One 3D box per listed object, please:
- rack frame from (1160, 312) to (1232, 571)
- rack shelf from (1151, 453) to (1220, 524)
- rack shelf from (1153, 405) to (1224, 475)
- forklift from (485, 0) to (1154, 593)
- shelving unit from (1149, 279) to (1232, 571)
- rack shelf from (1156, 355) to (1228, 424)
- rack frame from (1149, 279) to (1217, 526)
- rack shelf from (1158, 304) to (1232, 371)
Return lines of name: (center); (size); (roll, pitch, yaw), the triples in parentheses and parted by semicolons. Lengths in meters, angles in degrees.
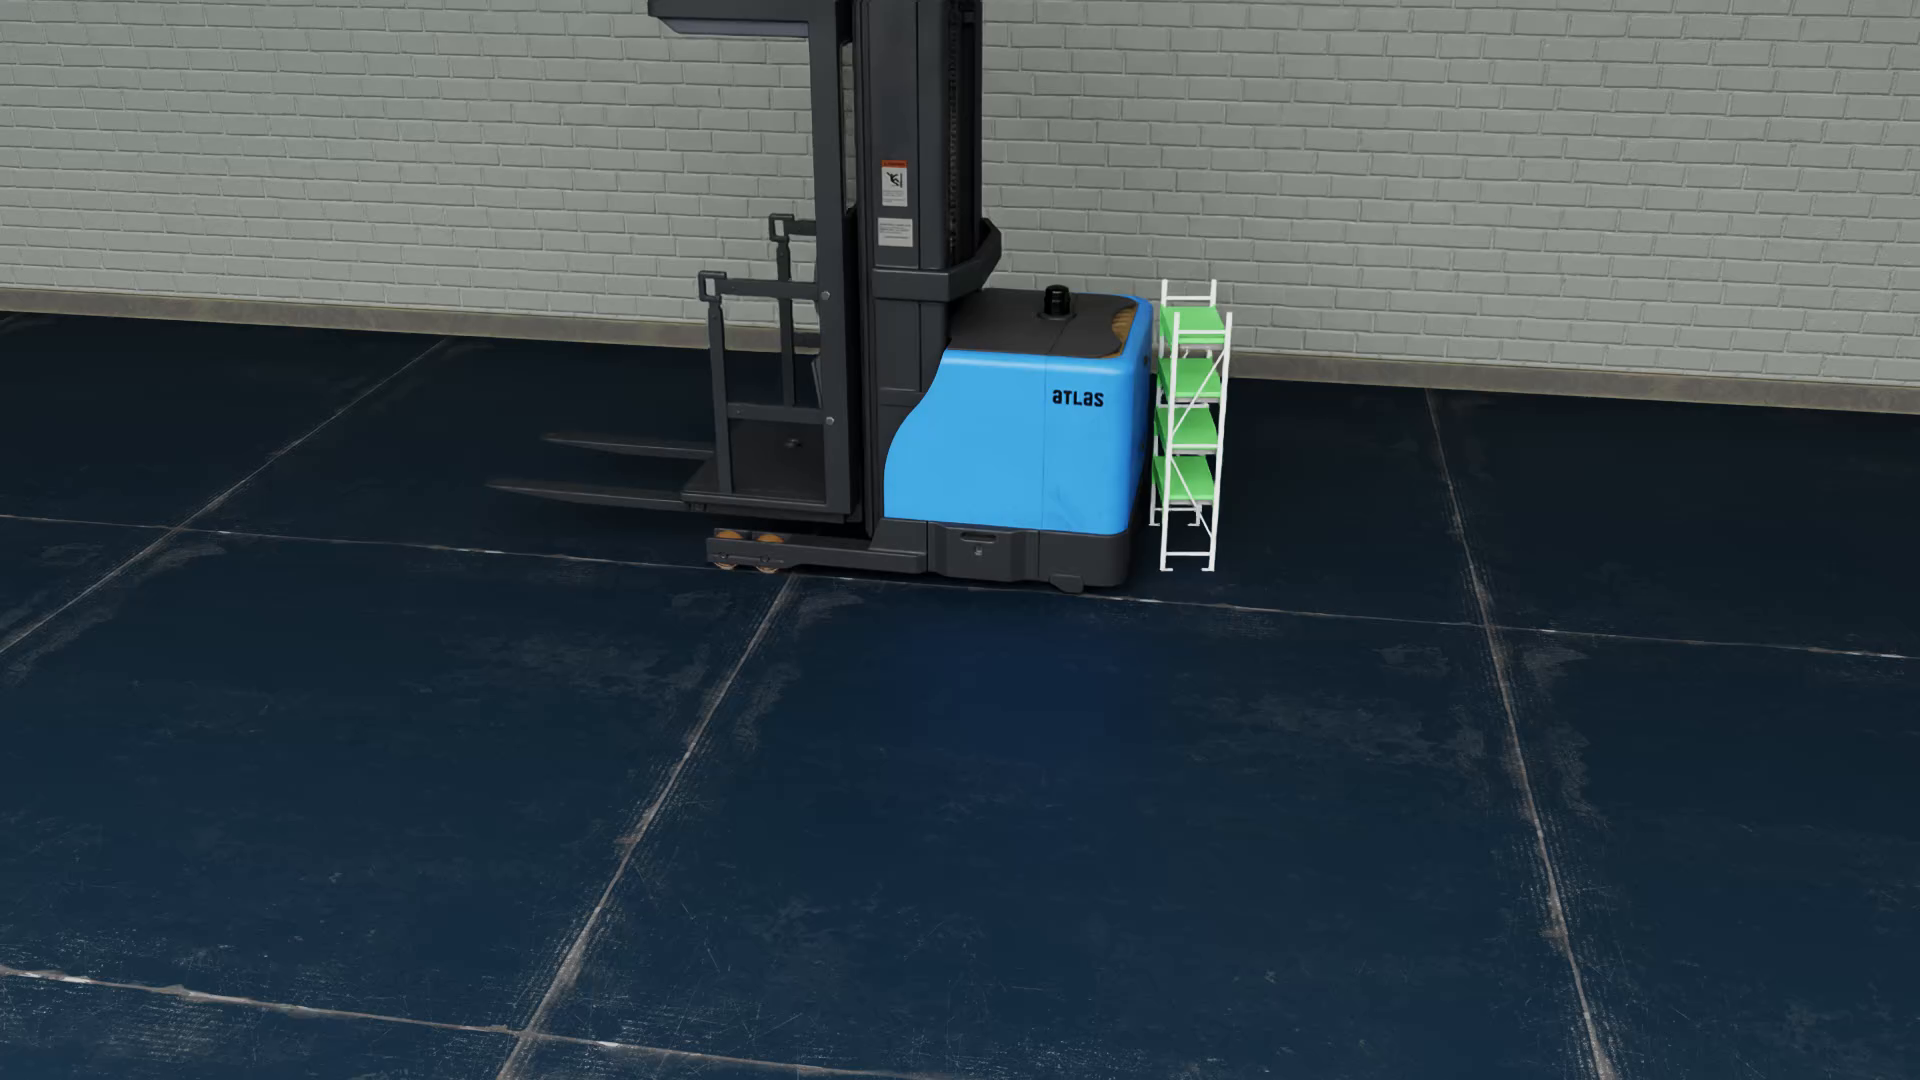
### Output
rack frame: (1.017, -0.407, 7.204); (0.240, 1.200, 0.015); (0, 25, 0)
rack shelf: (1.019, -0.235, 7.554); (0.258, 0.148, 0.480); (0, 25, 0)
rack shelf: (1.019, -0.452, 7.452); (0.258, 0.148, 0.480); (0, 25, 0)
forklift: (-0.674, -1.396, 7.275); (3.031, 2.935, 1.130); (5, 26, 10)
shelving unit: (1.019, -0.510, 7.425); (0.258, 1.200, 0.503); (0, 25, 0)
rack shelf: (1.019, -0.670, 7.350); (0.258, 0.148, 0.480); (0, 25, 0)
rack frame: (1.021, -0.614, 7.646); (0.240, 1.200, 0.015); (0, 25, 0)
rack shelf: (1.019, -0.887, 7.248); (0.258, 0.148, 0.480); (0, 25, 0)
